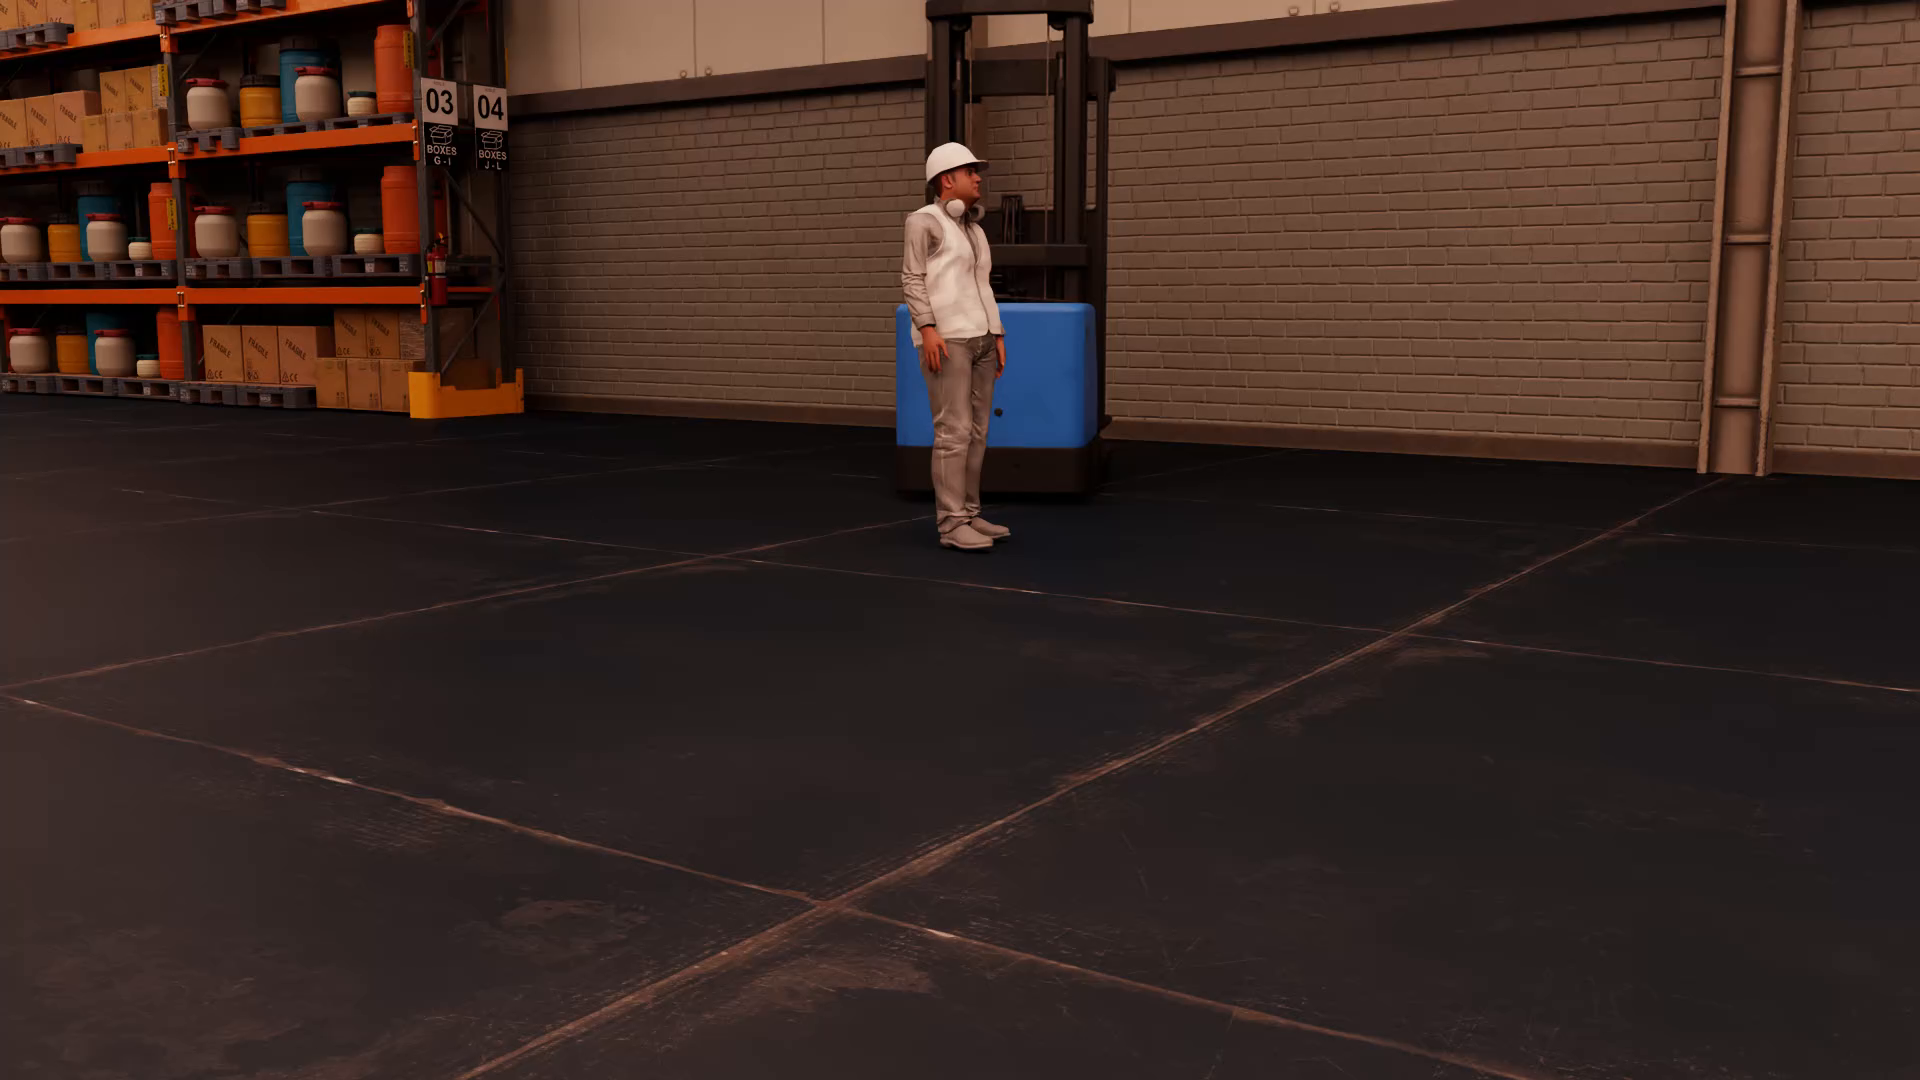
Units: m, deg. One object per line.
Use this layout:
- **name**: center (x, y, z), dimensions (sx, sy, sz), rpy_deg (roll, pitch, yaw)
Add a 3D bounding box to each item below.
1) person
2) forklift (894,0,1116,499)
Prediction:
- **person**: center (0.045, -0.880, 7.433), dimensions (0.568, 1.774, 0.624), rpy_deg (5, 10, 34)
- **forklift**: center (0.372, -1.848, 10.187), dimensions (1.130, 2.935, 3.031), rpy_deg (1, 8, 8)
